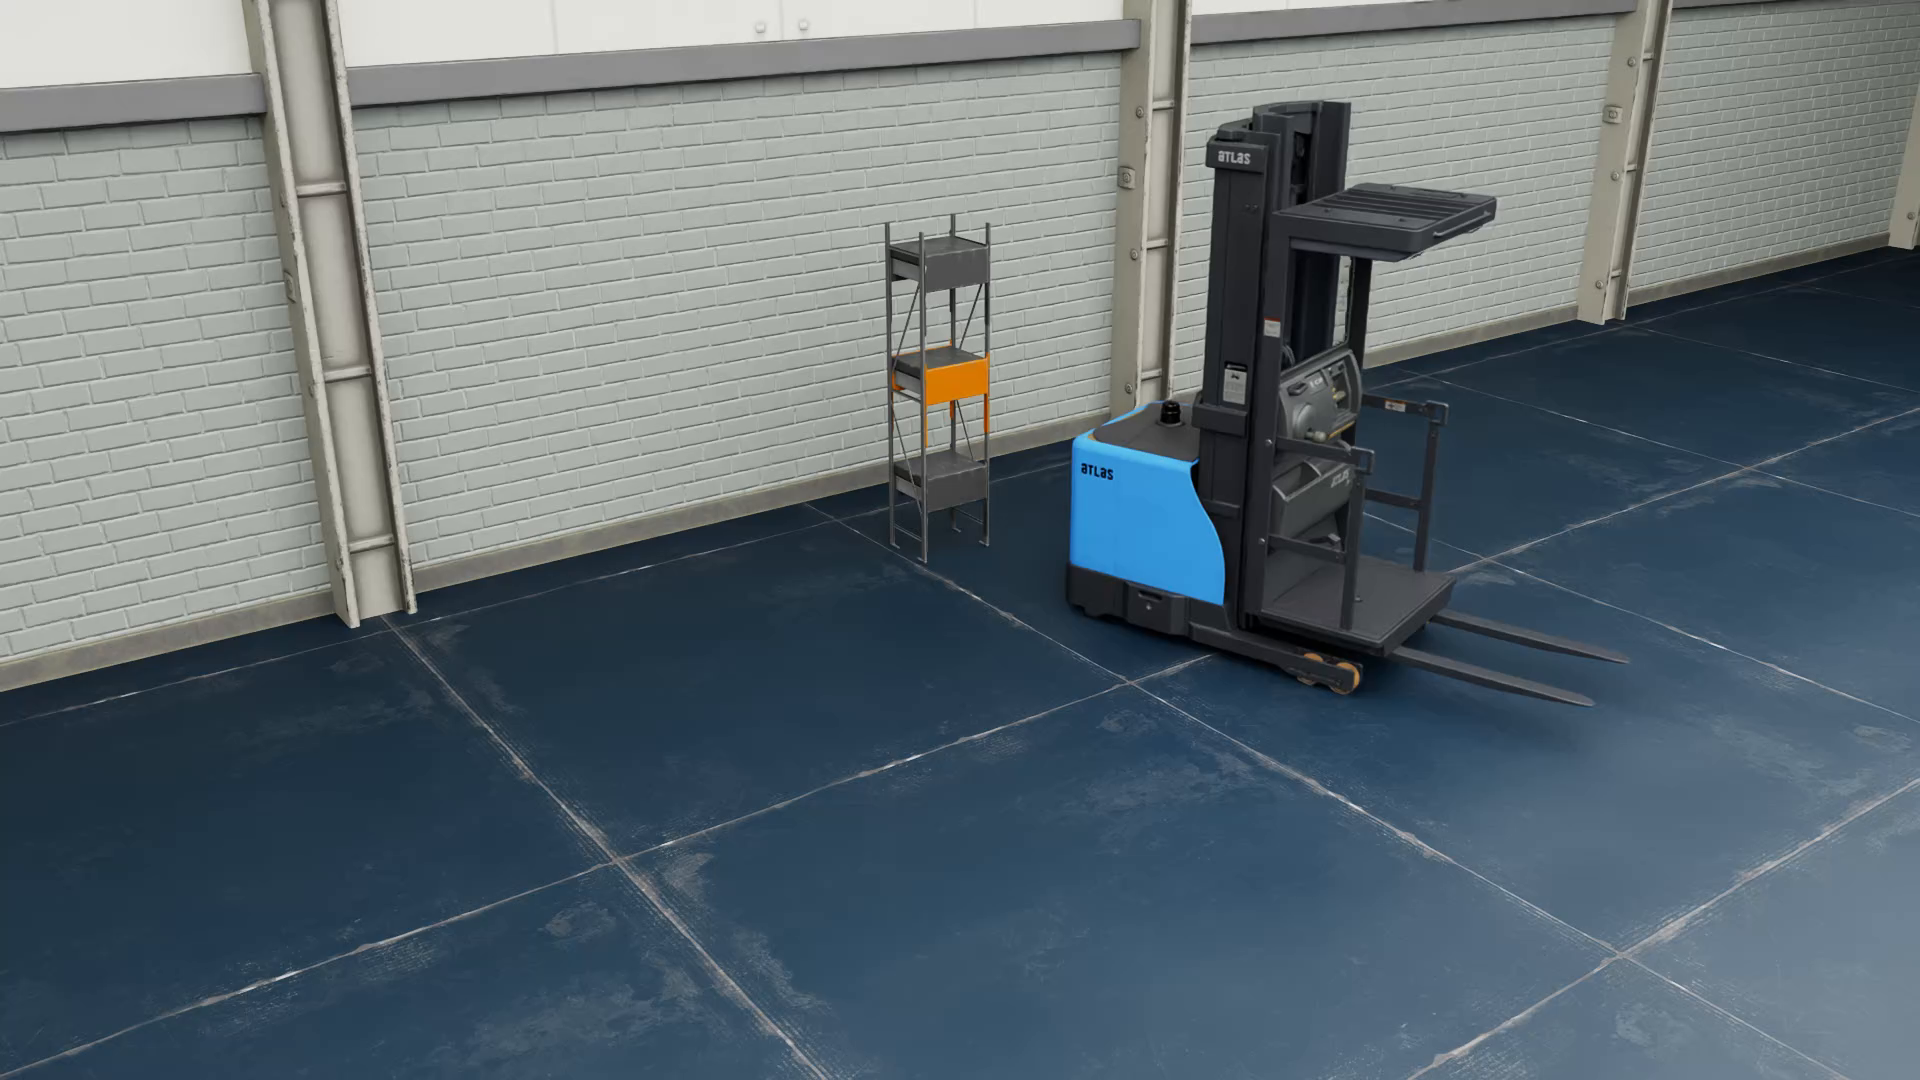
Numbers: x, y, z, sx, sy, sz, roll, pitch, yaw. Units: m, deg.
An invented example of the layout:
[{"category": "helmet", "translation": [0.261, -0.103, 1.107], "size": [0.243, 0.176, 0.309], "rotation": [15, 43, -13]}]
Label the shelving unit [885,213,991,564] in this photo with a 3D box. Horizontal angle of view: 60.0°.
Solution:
[{"category": "shelving unit", "translation": [-0.134, -0.939, 10.417], "size": [0.503, 2.100, 0.431], "rotation": [-15, 26, -33]}]

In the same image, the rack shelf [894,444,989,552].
[{"category": "rack shelf", "translation": [-0.134, -0.277, 10.682], "size": [0.480, 0.518, 0.431], "rotation": [-15, 26, -33]}]

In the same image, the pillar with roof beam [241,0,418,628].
[{"category": "pillar with roof beam", "translation": [-0.940, -2.462, 4.925], "size": [0.400, 9.000, 9.100], "rotation": [-15, 26, -33]}]

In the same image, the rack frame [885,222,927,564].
[{"category": "rack frame", "translation": [-0.332, -0.887, 10.285], "size": [0.015, 2.100, 0.400], "rotation": [-15, 26, -33]}]

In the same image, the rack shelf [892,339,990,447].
[{"category": "rack shelf", "translation": [-0.134, -0.927, 10.422], "size": [0.480, 0.518, 0.431], "rotation": [-15, 26, -33]}]

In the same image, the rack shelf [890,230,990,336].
[{"category": "rack shelf", "translation": [-0.134, -1.577, 10.163], "size": [0.480, 0.518, 0.431], "rotation": [-15, 26, -33]}]

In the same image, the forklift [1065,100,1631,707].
[{"category": "forklift", "translation": [2.111, -0.764, 8.857], "size": [3.031, 2.935, 1.130], "rotation": [15, 26, 34]}]

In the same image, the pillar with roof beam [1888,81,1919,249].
[{"category": "pillar with roof beam", "translation": [13.671, -6.358, 14.689], "size": [0.400, 9.000, 9.100], "rotation": [-15, 26, -33]}]

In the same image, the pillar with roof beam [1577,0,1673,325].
[{"category": "pillar with roof beam", "translation": [8.801, -5.060, 11.435], "size": [0.400, 9.000, 9.100], "rotation": [-15, 26, -33]}]

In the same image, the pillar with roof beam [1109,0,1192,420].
[{"category": "pillar with roof beam", "translation": [3.930, -3.761, 8.180], "size": [0.400, 9.000, 9.100], "rotation": [-15, 26, -33]}]

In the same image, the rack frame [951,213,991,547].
[{"category": "rack frame", "translation": [0.064, -0.992, 10.550], "size": [0.015, 2.100, 0.400], "rotation": [-15, 26, -33]}]
